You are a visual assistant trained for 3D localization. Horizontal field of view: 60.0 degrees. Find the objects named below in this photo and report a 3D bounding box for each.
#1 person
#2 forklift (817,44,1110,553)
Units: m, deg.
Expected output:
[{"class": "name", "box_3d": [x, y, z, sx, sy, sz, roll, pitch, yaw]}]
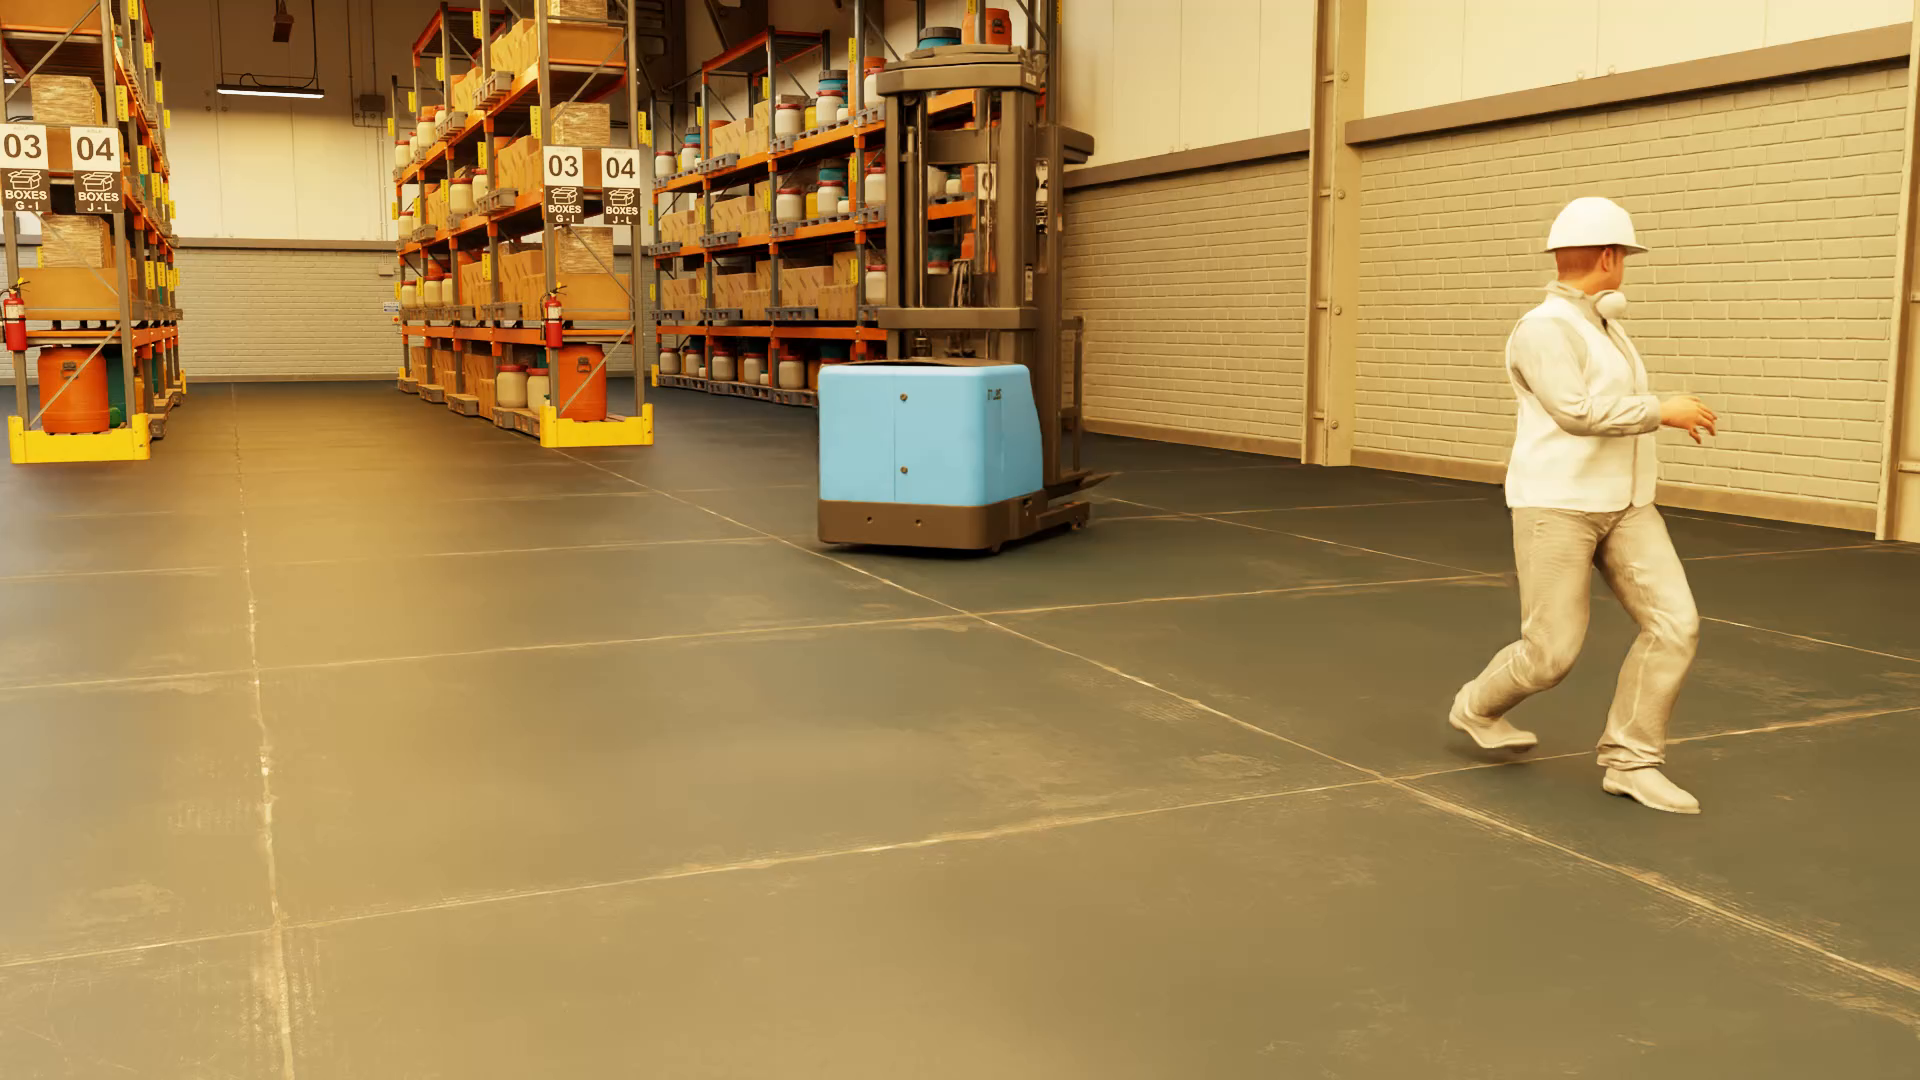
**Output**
[{"class": "person", "box_3d": [1.796, -0.128, 4.783, 0.572, 1.687, 0.871, -4, 9, -29]}, {"class": "forklift", "box_3d": [0.199, -1.534, 10.578, 1.130, 2.935, 3.031, 3, 8, 22]}]
